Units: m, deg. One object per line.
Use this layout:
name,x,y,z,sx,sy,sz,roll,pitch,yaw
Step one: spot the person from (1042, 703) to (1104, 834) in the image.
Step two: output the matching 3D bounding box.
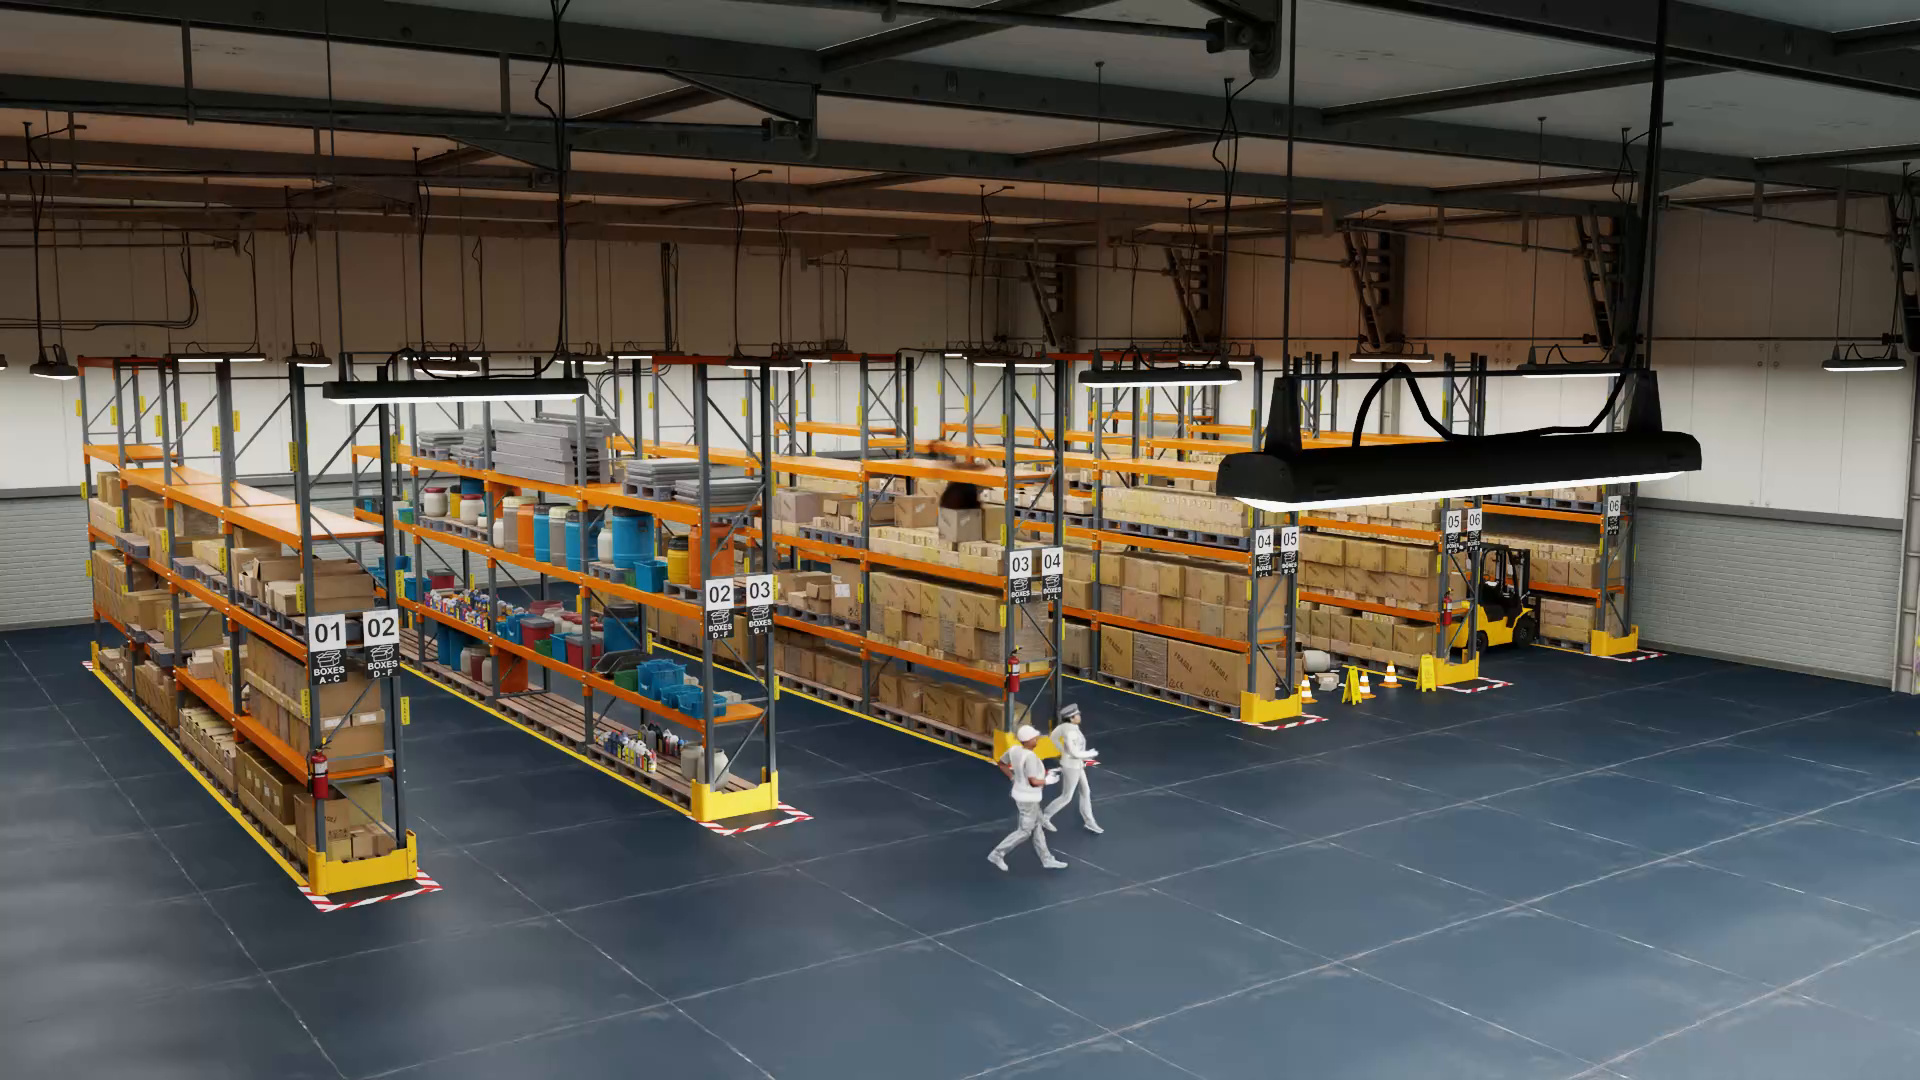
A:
person,1.411,2.929,21.200,0.892,1.721,0.622,0,7,-2

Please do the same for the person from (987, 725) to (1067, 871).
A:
person,0.798,3.048,19.565,1.013,1.765,0.676,-2,7,-15
